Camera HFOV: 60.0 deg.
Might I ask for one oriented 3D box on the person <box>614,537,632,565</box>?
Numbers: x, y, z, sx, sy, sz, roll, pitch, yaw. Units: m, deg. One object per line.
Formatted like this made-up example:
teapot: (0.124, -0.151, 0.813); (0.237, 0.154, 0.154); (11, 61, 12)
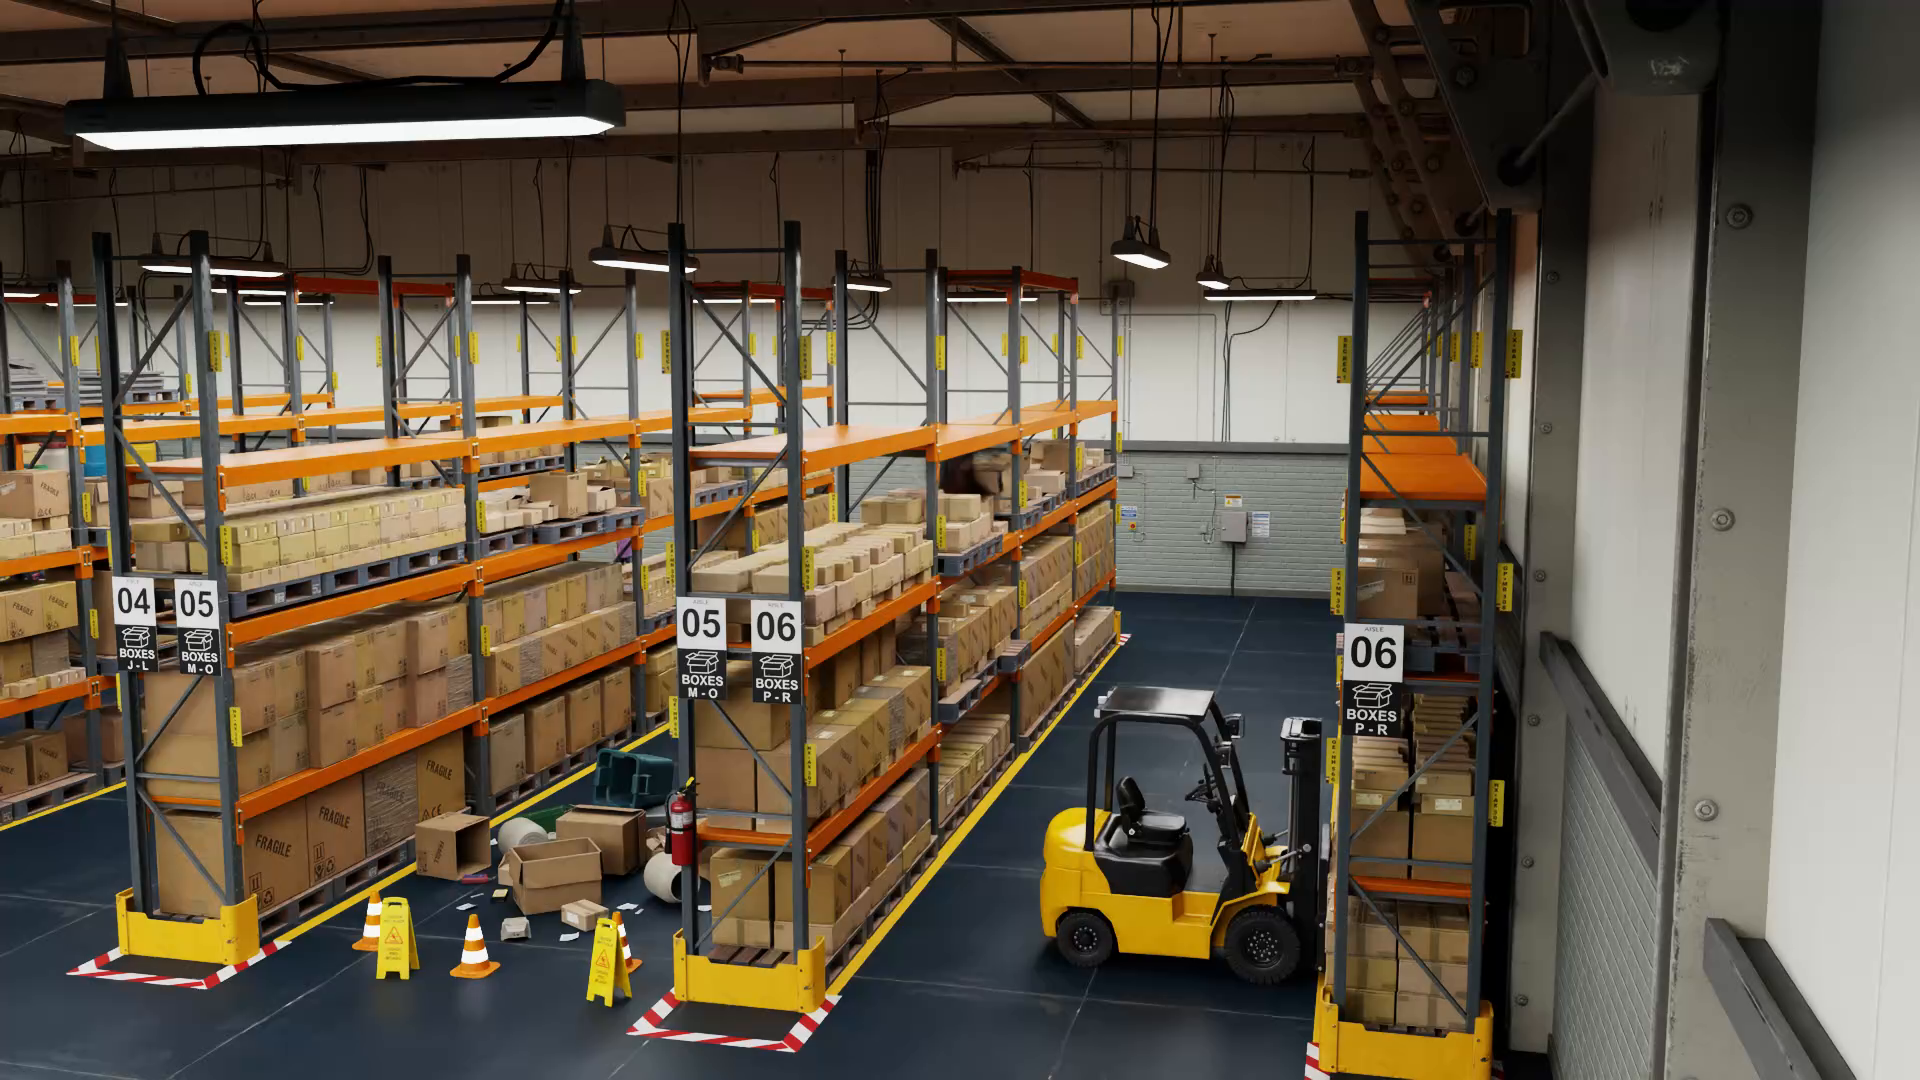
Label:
person: (-6.709, 0.343, 33.289); (0.445, 1.519, 0.831); (-2, 7, -15)
